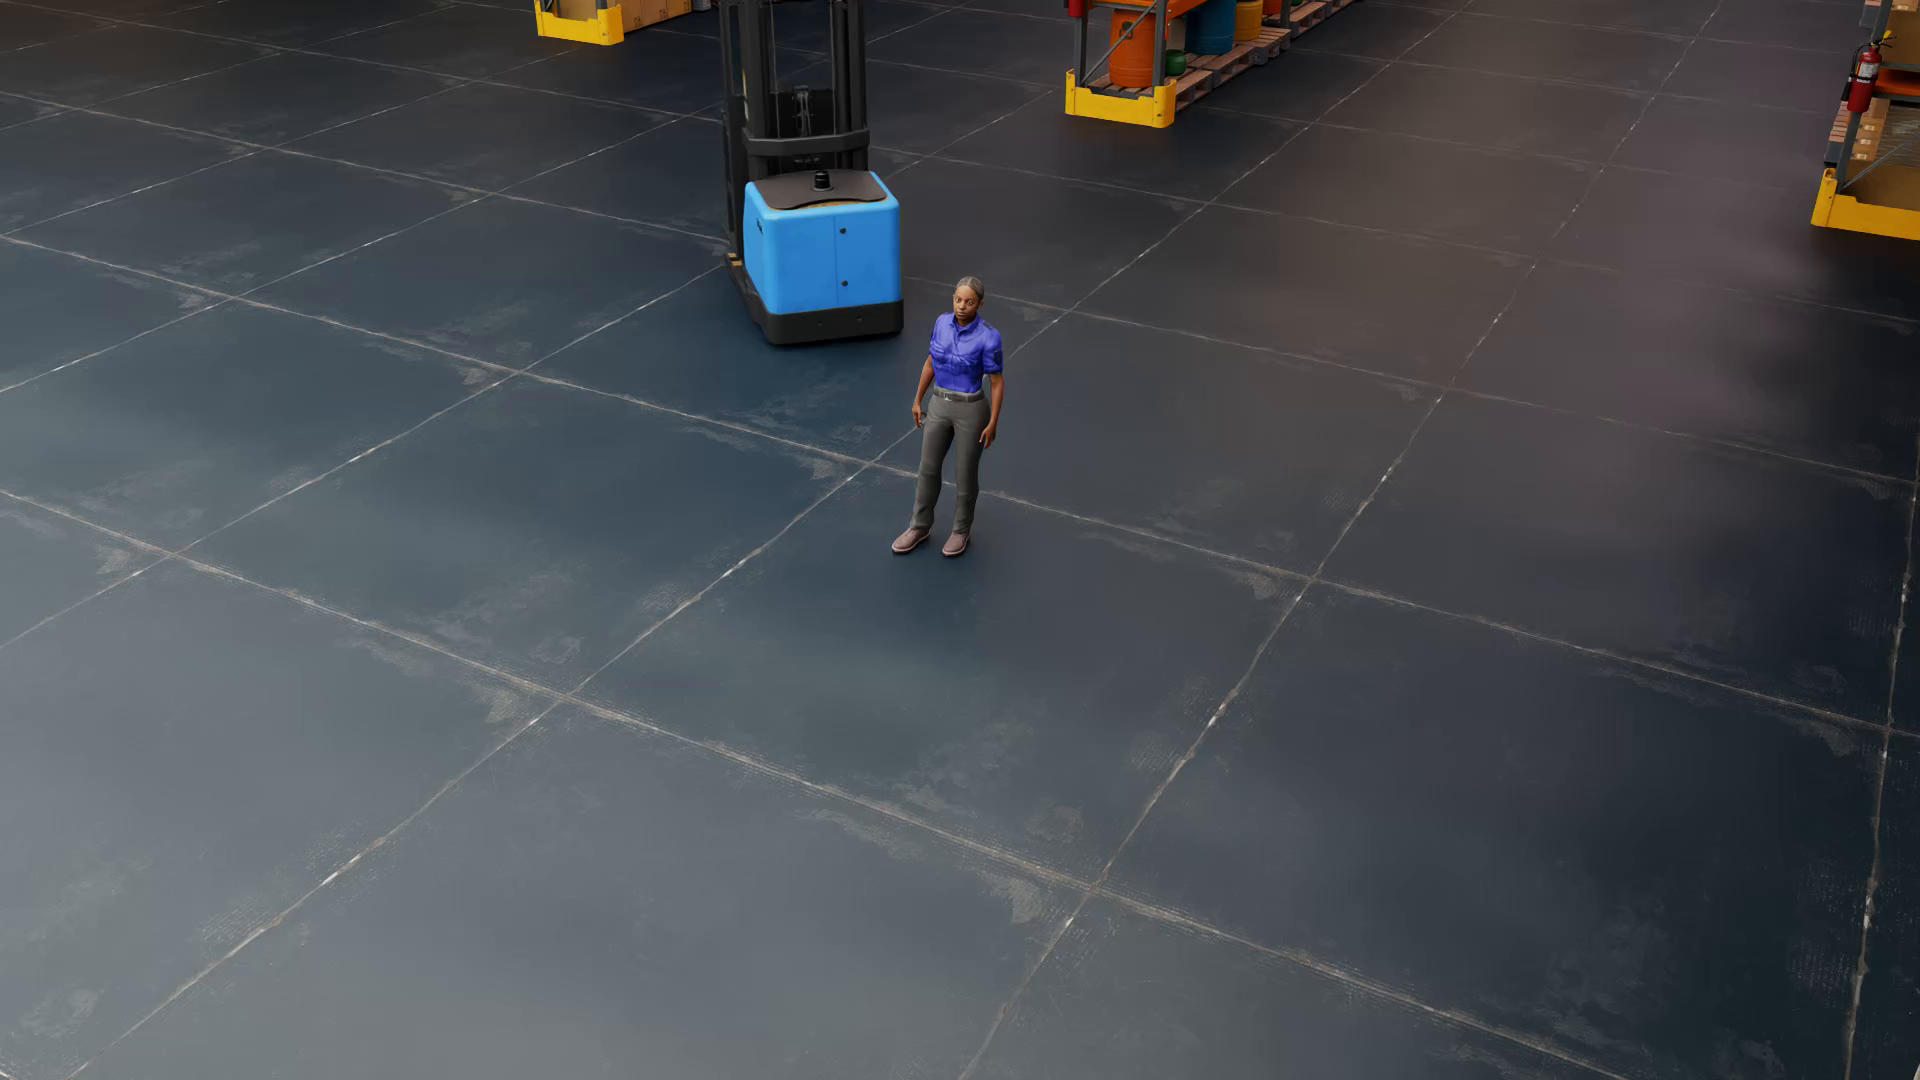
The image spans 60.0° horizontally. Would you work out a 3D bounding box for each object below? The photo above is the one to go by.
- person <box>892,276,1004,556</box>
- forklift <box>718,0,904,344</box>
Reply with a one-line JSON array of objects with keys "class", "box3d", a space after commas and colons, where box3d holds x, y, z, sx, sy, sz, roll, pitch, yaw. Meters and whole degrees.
[{"class": "person", "box3d": [-0.059, -0.689, 9.527, 0.570, 1.656, 0.503, 15, 33, 25]}, {"class": "forklift", "box3d": [-1.333, -3.449, 13.047, 1.130, 2.935, 3.031, -8, 31, -14]}]
